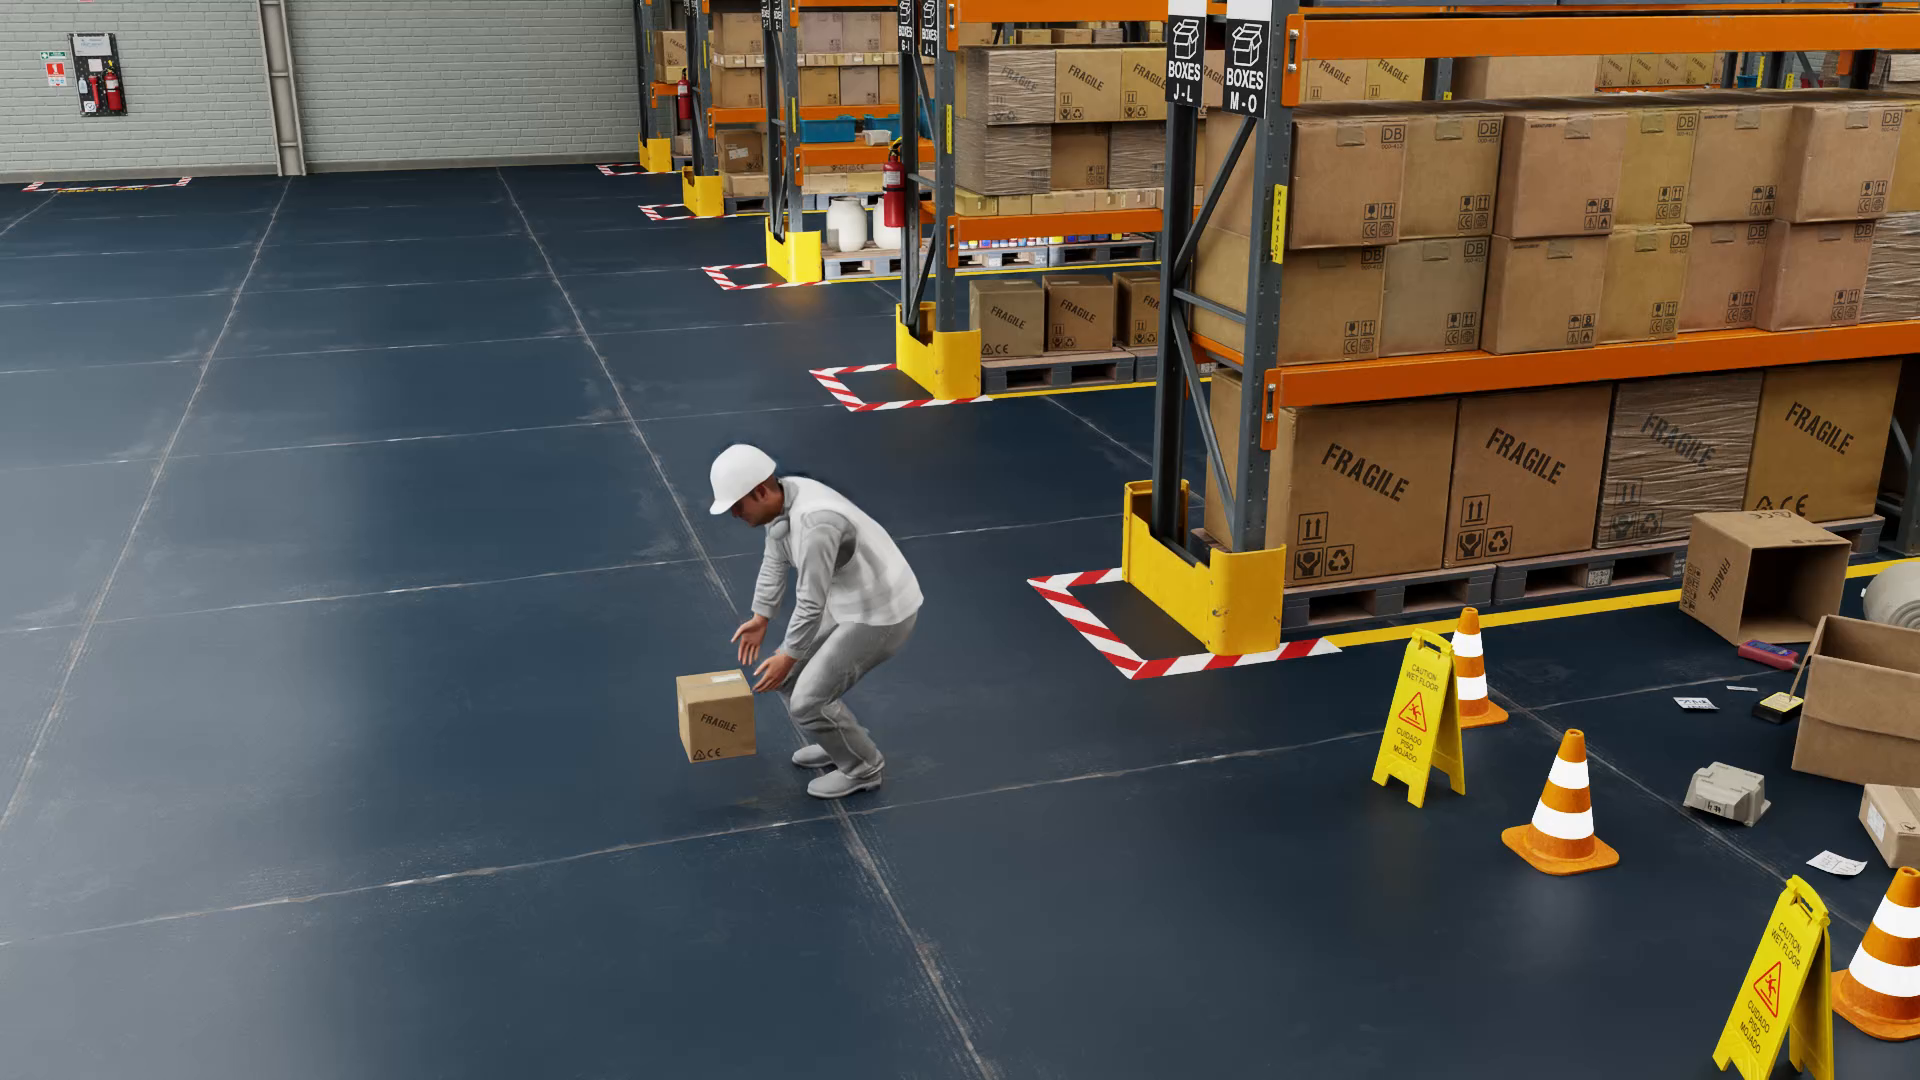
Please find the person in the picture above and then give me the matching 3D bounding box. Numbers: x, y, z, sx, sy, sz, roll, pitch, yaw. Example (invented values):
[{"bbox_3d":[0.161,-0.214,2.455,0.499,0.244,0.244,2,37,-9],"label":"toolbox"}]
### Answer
[{"bbox_3d":[-0.531,0.290,6.277,0.784,1.392,0.591,-6,20,-17],"label":"person"}]
